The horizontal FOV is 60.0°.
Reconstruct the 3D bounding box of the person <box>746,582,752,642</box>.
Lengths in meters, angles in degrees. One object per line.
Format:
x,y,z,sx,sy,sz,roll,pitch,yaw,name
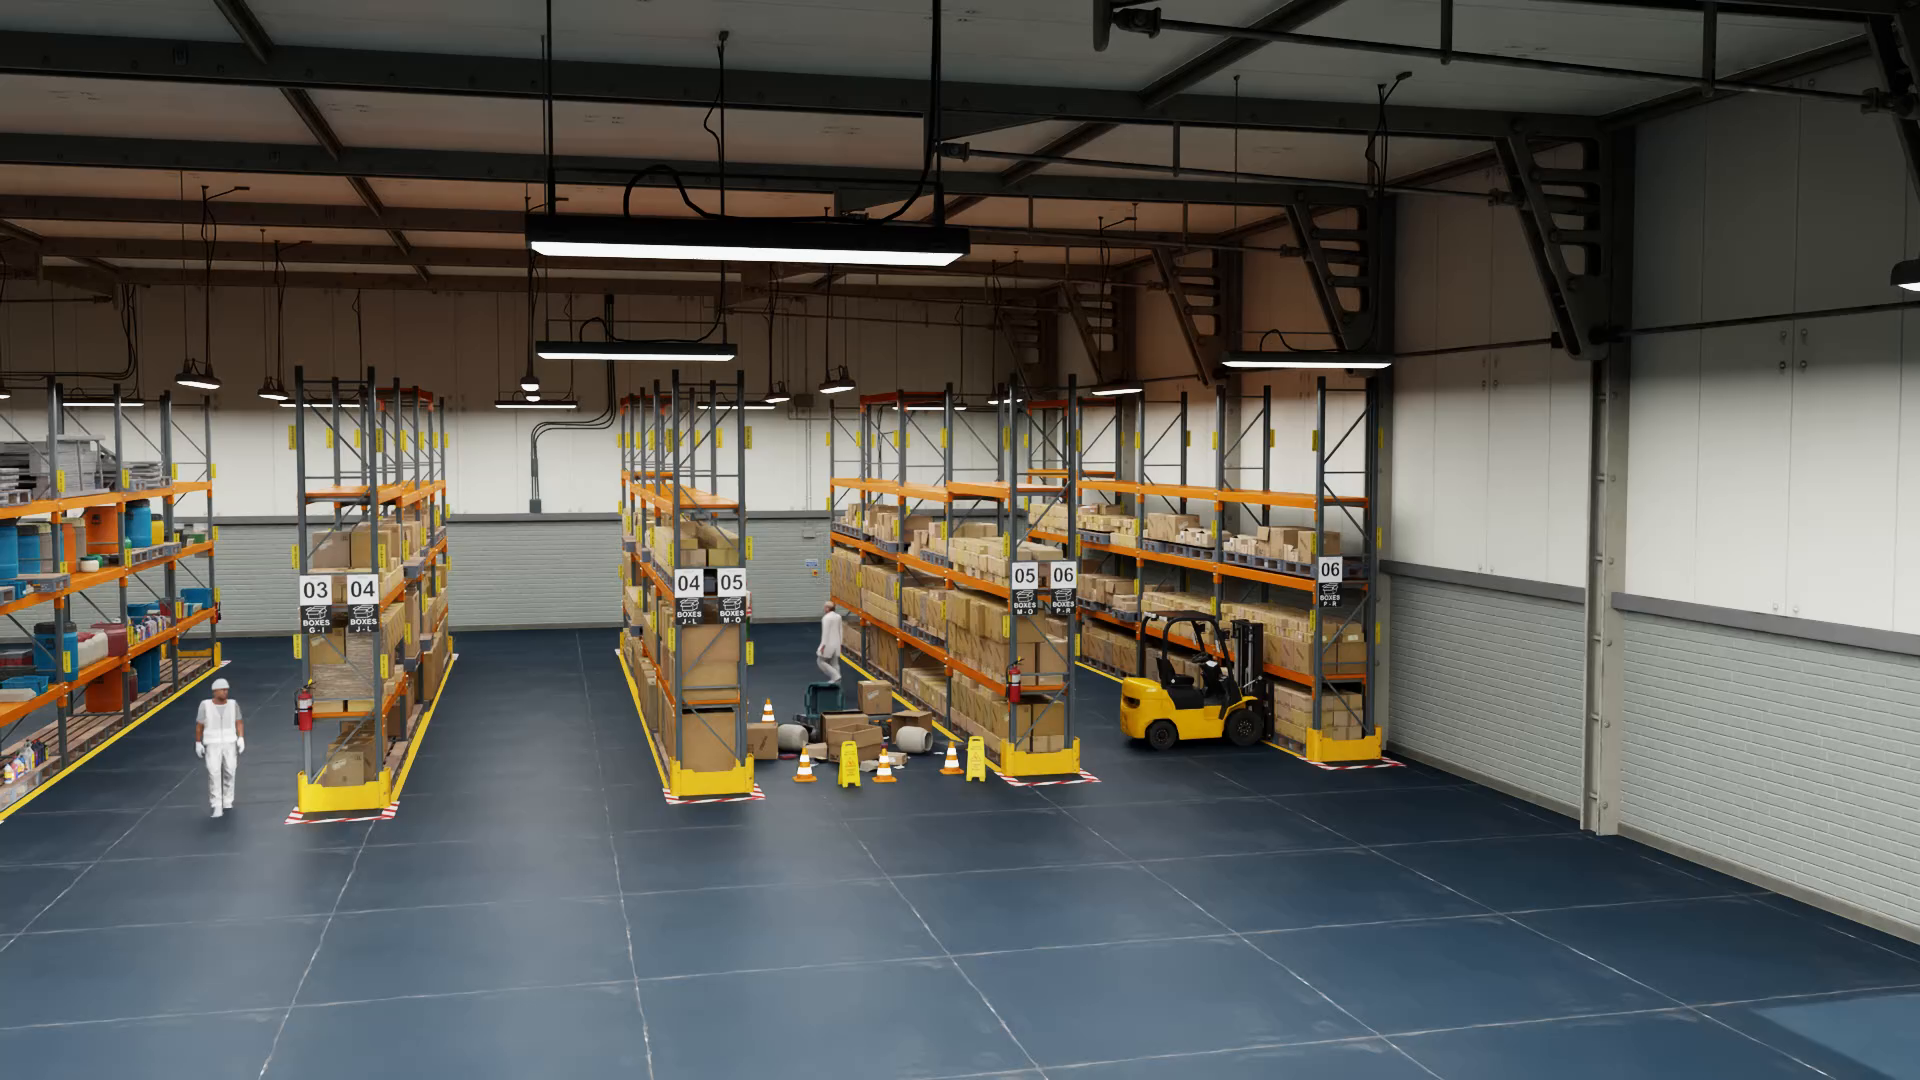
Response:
-5.033,1.795,38.784,0.472,1.791,0.604,2,4,26,person

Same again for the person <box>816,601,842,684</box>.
-2.549,2.116,33.329,0.581,1.775,0.632,2,4,34,person

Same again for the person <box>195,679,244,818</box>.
-9.937,2.792,22.419,0.581,1.806,0.700,-3,4,-37,person
